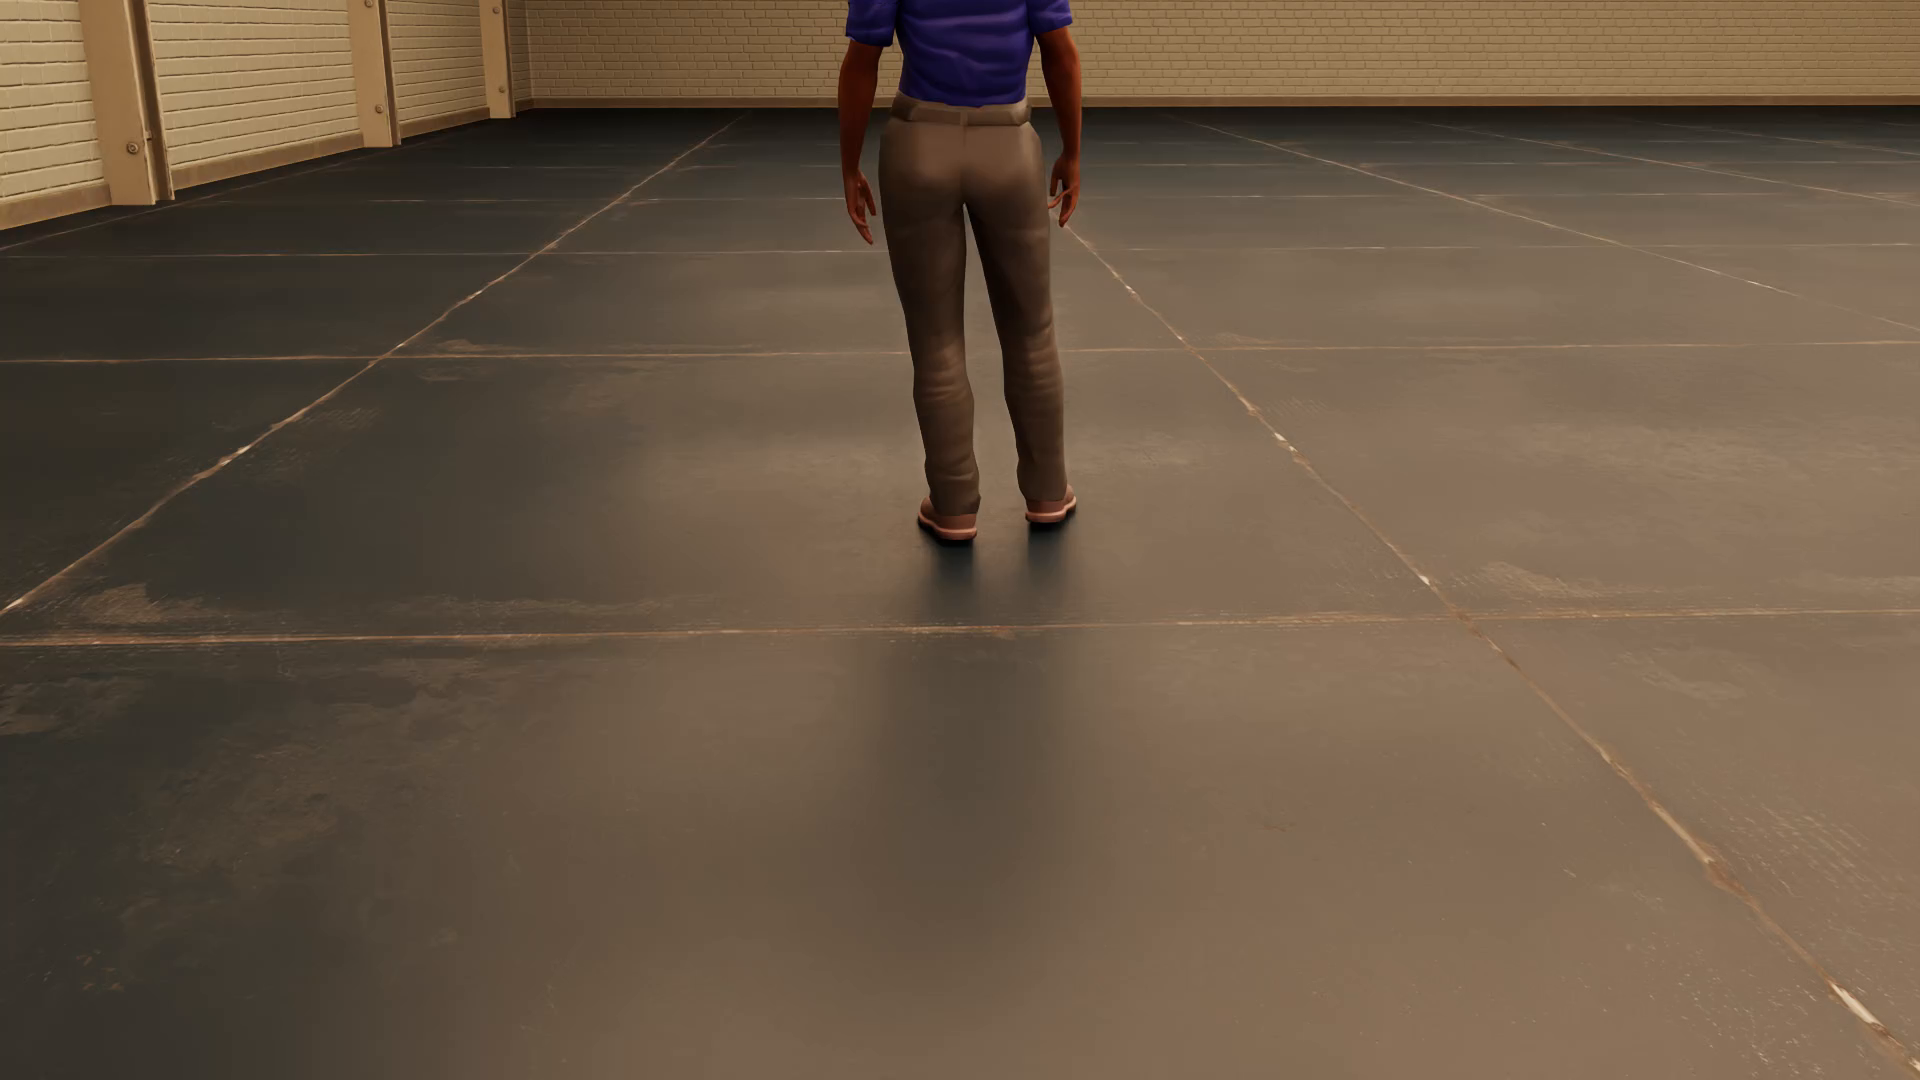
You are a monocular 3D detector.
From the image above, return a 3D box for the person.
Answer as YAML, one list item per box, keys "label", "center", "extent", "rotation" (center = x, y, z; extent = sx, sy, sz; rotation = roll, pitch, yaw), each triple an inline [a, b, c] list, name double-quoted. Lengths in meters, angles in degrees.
- label: "person"
  center: [0.015, -0.824, 3.759]
  extent: [0.570, 1.656, 0.503]
  rotation: [-1, 17, -3]
